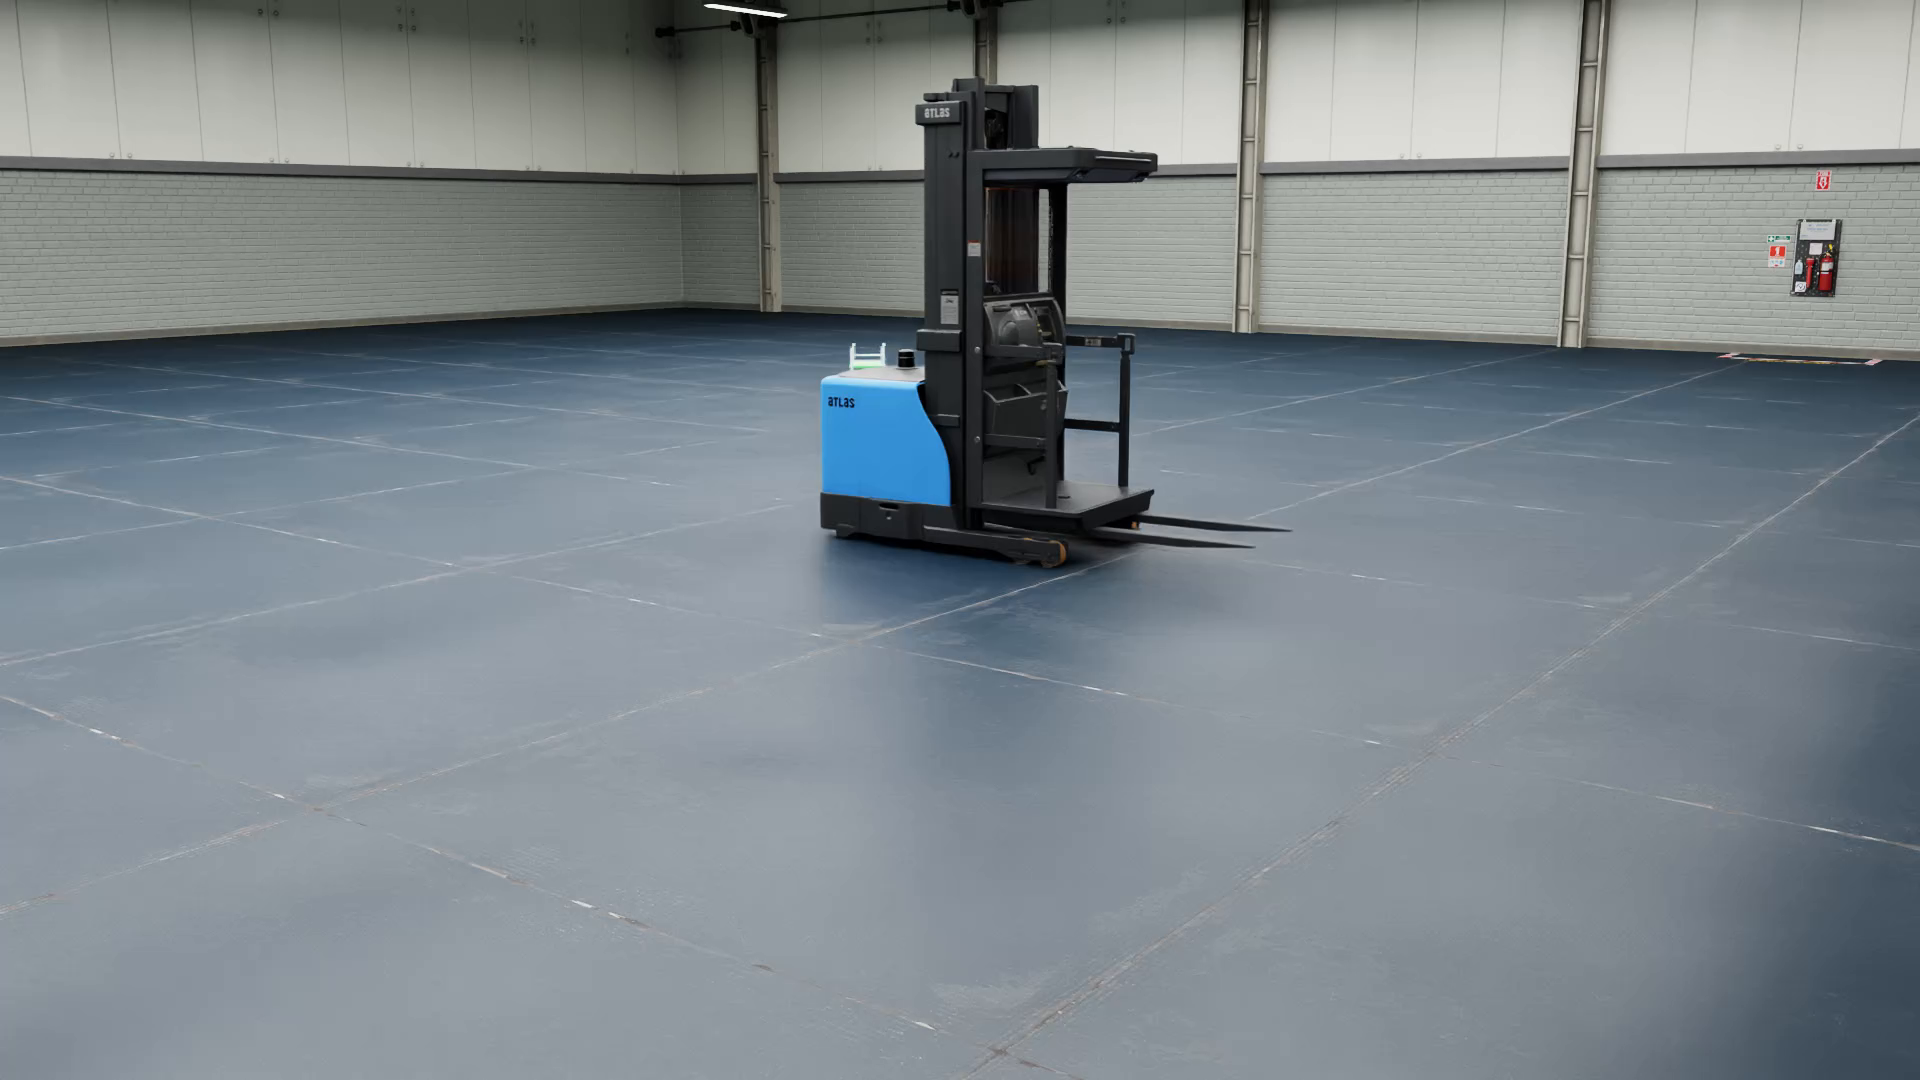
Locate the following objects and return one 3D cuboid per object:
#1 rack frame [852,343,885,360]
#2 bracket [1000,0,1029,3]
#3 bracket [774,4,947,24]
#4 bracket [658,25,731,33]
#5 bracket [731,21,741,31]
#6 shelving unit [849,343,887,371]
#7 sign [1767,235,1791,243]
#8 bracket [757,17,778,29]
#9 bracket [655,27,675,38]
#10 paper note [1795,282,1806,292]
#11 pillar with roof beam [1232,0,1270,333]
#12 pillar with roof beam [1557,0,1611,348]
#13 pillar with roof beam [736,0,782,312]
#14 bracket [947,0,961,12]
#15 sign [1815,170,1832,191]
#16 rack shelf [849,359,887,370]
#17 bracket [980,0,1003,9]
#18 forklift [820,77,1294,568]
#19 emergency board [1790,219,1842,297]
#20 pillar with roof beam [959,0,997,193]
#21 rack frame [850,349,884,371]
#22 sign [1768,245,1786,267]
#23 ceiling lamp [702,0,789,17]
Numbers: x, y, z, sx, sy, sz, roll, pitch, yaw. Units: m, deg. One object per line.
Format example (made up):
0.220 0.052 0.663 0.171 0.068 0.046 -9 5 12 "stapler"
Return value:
-0.664 -0.840 12.213 0.240 1.200 0.015 0 11 -2 "rack frame"
2.708 -10.363 31.426 4.783 0.066 0.076 8 13 36 "bracket"
-2.128 -11.037 34.913 4.783 0.066 0.076 8 13 36 "bracket"
-6.308 -11.620 37.927 3.189 0.066 0.076 8 13 36 "bracket"
-4.874 -11.420 36.893 0.430 0.232 0.235 8 13 36 "bracket"
-0.657 -0.794 11.974 0.258 1.200 0.503 0 11 -2 "shelving unit"
12.660 -4.655 25.703 0.331 0.109 0.001 8 13 36 "sign"
-4.205 -11.327 36.411 0.430 0.232 0.235 8 13 36 "bracket"
-6.784 -11.687 38.270 0.430 0.232 0.235 8 13 36 "bracket"
12.944 -3.899 25.605 0.142 0.148 0.016 8 13 36 "paper note"
2.795 -7.653 26.894 0.400 9.000 9.100 8 13 36 "pillar with roof beam"
7.631 -6.978 23.407 0.400 9.000 9.100 8 13 36 "pillar with roof beam"
-6.877 -9.002 33.868 0.548 9.000 9.100 8 13 36 "pillar with roof beam"
-0.038 -10.746 33.406 0.430 0.232 0.235 8 13 36 "bracket"
13.098 -5.455 25.227 0.199 0.298 0.001 8 13 36 "sign"
-0.657 -1.202 11.895 0.258 0.148 0.480 0 11 -2 "rack shelf"
0.632 -10.652 32.924 0.430 0.232 0.235 8 13 36 "bracket"
0.588 -1.385 10.472 3.031 2.935 1.130 7 13 31 "forklift"
13.046 -4.301 25.363 0.643 1.169 0.194 8 13 36 "emergency board"
-2.041 -8.327 30.381 0.548 9.000 9.100 8 13 36 "pillar with roof beam"
-0.650 -0.747 11.734 0.240 1.200 0.015 0 11 -2 "rack frame"
12.661 -4.396 25.763 0.234 0.329 0.001 8 13 36 "sign"
-4.151 -11.333 30.549 0.800 3.185 2.000 8 13 36 "ceiling lamp"
